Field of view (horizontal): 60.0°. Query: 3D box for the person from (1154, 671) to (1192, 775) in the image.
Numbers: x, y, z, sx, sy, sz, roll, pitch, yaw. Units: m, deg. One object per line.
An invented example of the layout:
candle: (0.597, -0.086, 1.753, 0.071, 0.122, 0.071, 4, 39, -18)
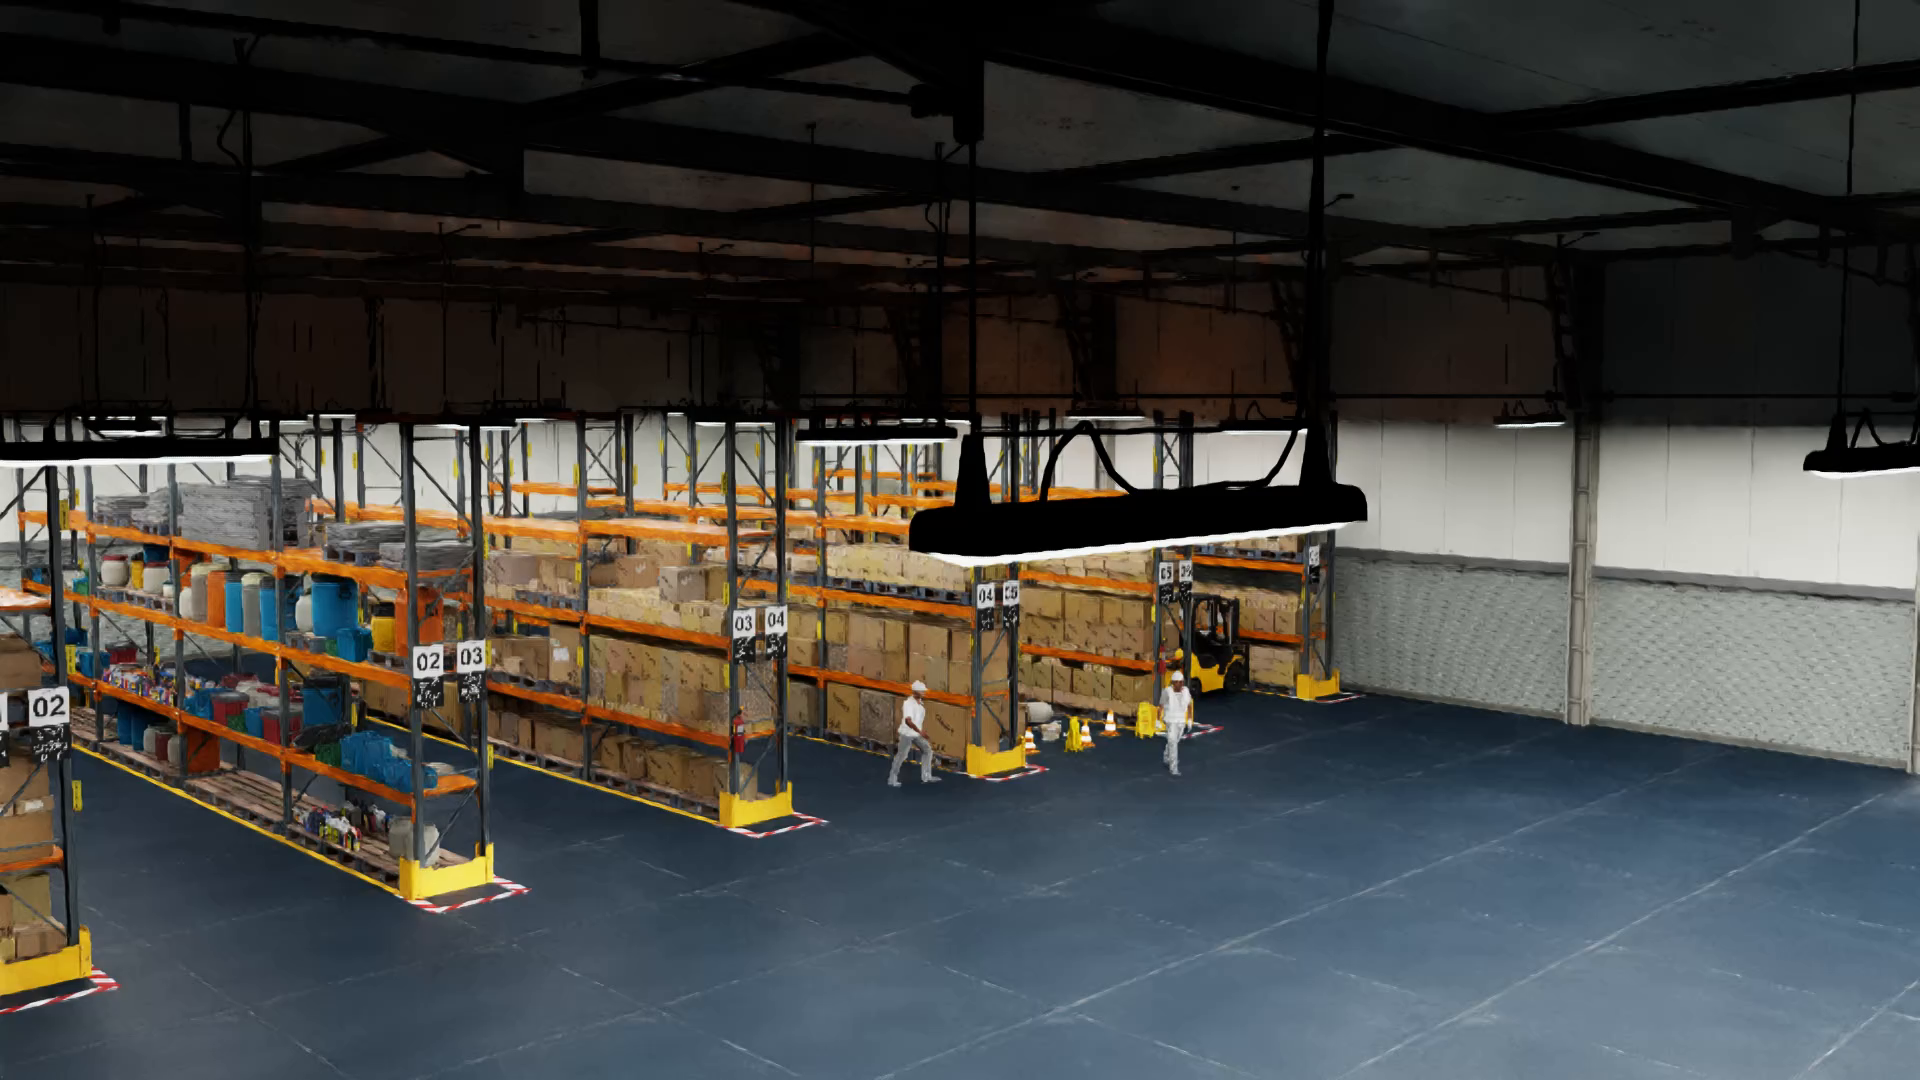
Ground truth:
person: (3.609, 3.043, 28.018, 0.607, 1.731, 0.984, -2, 5, -24)

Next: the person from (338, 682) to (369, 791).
person: (-9.751, 3.141, 26.737, 0.576, 1.708, 0.626, -1, 5, -12)

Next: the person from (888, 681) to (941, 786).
person: (-0.776, 3.130, 26.980, 0.765, 1.707, 0.706, 2, 5, 24)
